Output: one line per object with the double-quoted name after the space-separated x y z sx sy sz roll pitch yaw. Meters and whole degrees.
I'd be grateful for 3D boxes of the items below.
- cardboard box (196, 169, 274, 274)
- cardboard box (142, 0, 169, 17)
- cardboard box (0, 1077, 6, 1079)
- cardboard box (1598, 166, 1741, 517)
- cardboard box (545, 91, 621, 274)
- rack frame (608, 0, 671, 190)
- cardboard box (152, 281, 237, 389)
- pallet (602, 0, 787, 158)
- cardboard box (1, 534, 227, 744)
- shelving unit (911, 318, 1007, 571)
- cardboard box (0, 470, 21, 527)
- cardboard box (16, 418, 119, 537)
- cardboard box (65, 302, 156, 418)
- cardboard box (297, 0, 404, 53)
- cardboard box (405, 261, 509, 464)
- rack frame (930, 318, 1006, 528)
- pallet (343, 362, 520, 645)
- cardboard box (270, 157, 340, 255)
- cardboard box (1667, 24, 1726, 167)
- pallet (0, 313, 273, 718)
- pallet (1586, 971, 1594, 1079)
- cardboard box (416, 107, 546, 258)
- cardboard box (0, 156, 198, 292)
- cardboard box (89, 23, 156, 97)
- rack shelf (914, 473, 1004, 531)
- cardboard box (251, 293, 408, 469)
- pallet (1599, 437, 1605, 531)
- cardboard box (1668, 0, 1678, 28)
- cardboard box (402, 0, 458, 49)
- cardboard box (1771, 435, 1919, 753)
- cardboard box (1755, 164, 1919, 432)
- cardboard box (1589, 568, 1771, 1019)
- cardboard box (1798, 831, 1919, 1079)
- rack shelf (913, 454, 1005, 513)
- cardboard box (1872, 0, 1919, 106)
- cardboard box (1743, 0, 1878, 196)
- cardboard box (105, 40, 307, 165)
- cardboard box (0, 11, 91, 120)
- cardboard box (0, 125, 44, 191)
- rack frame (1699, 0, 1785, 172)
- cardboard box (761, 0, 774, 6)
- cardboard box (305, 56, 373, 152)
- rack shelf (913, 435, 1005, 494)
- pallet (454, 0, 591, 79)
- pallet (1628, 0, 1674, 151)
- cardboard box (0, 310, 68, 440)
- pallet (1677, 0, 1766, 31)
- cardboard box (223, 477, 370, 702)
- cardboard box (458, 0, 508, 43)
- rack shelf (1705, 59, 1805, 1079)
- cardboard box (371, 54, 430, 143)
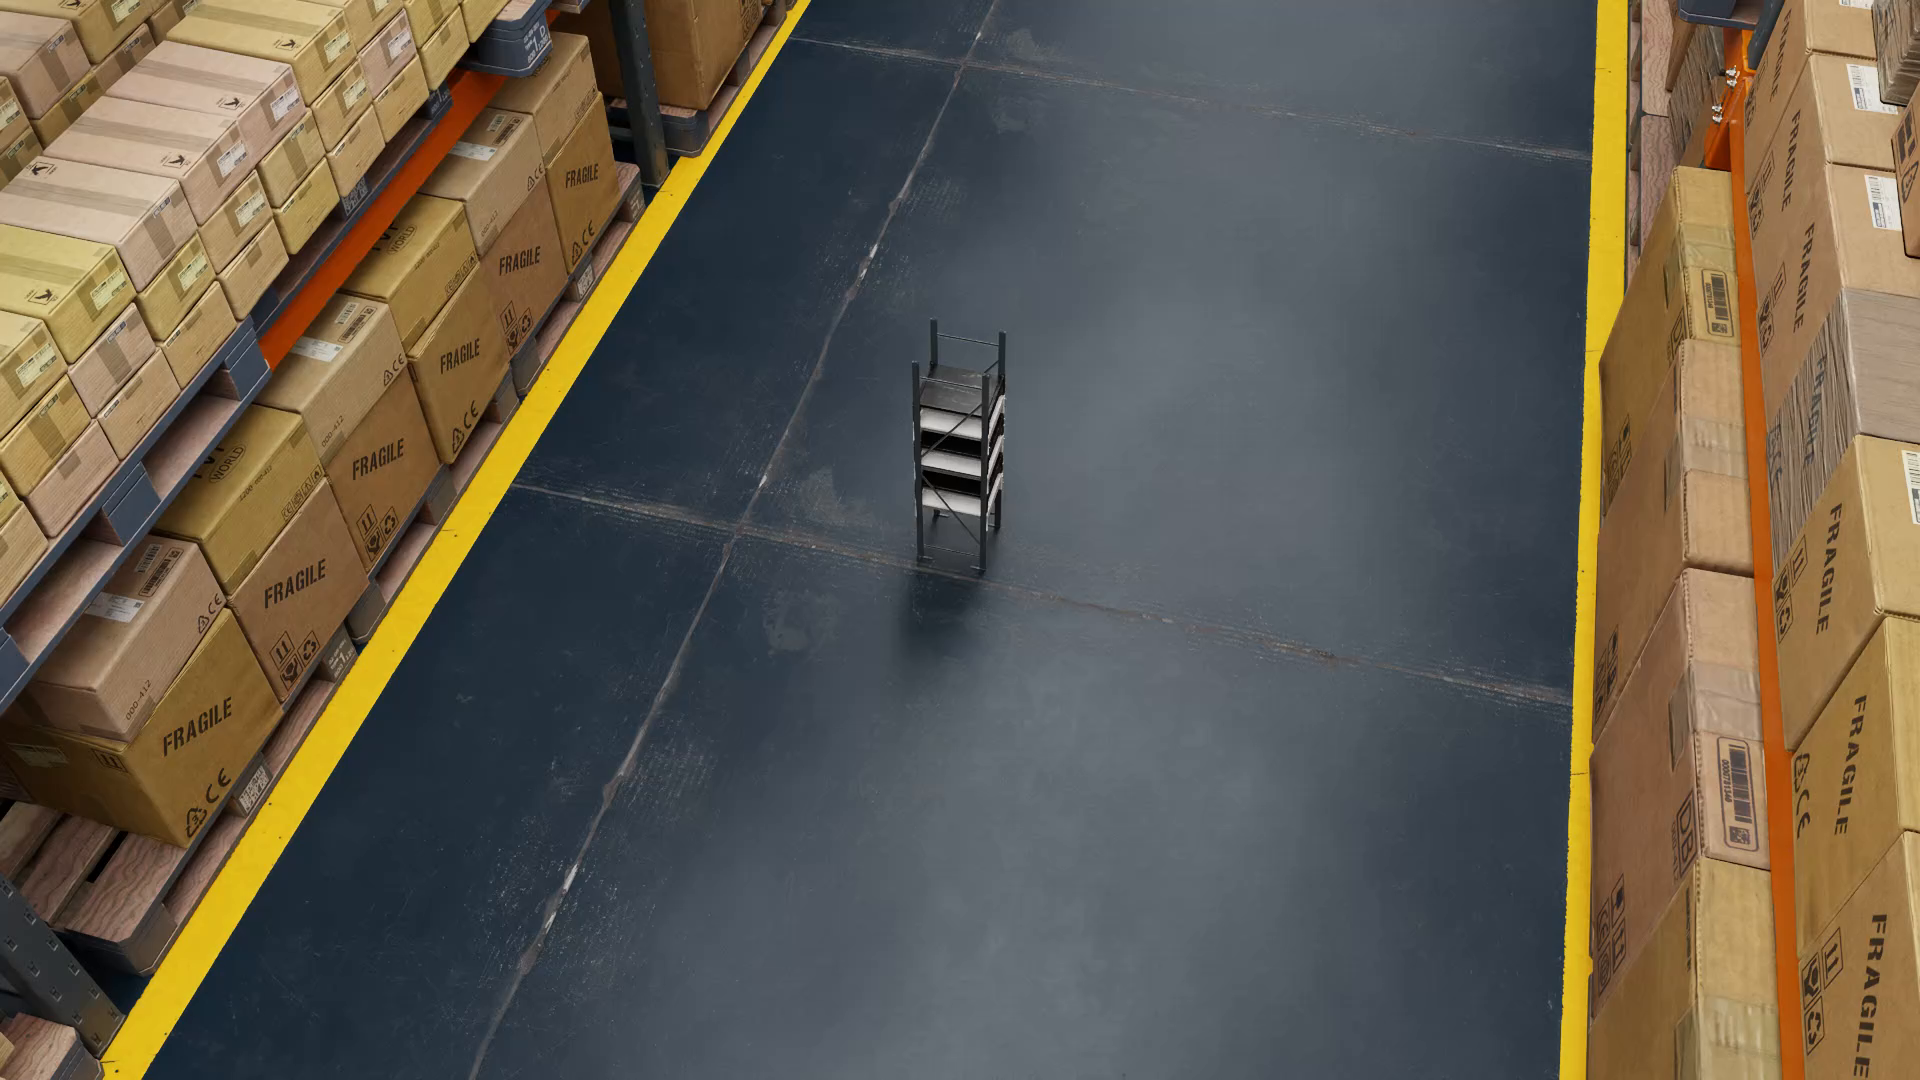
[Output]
-1.976 -0.835 4.175 0.380 0.149 0.250 13 50 12 "cardboard box"
-2.394 -1.627 4.676 0.380 0.149 0.250 13 50 11 "cardboard box"
-2.569 1.427 4.111 0.380 0.149 0.250 12 50 11 "cardboard box"
2.816 -0.510 5.337 1.225 0.875 0.875 9 49 8 "cardboard box"
-1.662 -1.405 6.377 0.500 0.500 0.500 11 50 10 "cardboard box"
-1.741 -2.621 6.063 1.000 3.000 0.127 12 50 10 "rack frame"
-2.043 -0.541 4.114 0.380 0.149 0.250 12 50 10 "cardboard box"
-1.461 -2.254 7.598 1.003 0.211 1.213 12 50 10 "pallet"
-2.345 0.230 4.433 0.500 0.250 0.500 10 49 8 "cardboard box"
-0.002 -0.292 5.407 0.258 0.900 0.210 12 50 10 "shelving unit"
-2.247 -0.076 3.506 0.380 0.149 0.250 12 50 11 "cardboard box"
-2.179 -0.180 3.795 0.380 0.149 0.250 12 50 11 "cardboard box"
-2.113 -0.451 3.836 0.380 0.149 0.250 13 50 11 "cardboard box"
-1.770 -1.494 4.559 0.380 0.149 0.250 14 50 12 "cardboard box"
-1.926 -0.645 5.706 0.500 0.500 0.500 10 49 8 "cardboard box"
0.025 -0.365 5.472 0.240 0.900 0.006 12 50 10 "rack frame"
-2.271 -0.254 5.833 1.003 0.211 1.213 12 50 10 "pallet"
-1.908 -0.923 4.452 0.380 0.149 0.250 11 49 9 "cardboard box"
3.308 -1.780 6.694 0.700 0.500 0.500 8 49 7 "cardboard box"
-2.453 -0.188 4.044 1.003 0.211 1.213 12 50 10 "pallet"
2.095 1.674 4.132 1.003 0.211 1.213 12 50 10 "pallet"
-1.791 -1.267 5.755 0.500 0.250 0.500 12 50 11 "cardboard box"
-2.041 -0.743 3.895 0.380 0.149 0.250 11 49 10 "cardboard box"
-2.467 -1.338 4.619 0.380 0.149 0.250 13 50 11 "cardboard box"
-0.002 -0.151 5.567 0.258 0.077 0.200 12 50 10 "rack shelf"
-2.068 -0.524 5.099 0.500 0.250 0.500 13 50 11 "cardboard box"
2.737 -0.091 5.690 1.003 0.211 1.213 12 50 10 "pallet"
3.597 -2.595 7.413 0.700 0.500 0.500 8 49 7 "cardboard box"
-1.701 -1.583 4.836 0.380 0.149 0.250 11 50 10 "cardboard box"
2.092 0.163 3.539 0.500 0.500 0.500 11 49 10 "cardboard box"
2.362 -0.560 4.177 0.500 0.500 0.500 11 49 9 "cardboard box"
2.348 0.775 4.203 1.225 0.875 0.875 10 49 9 "cardboard box"
1.824 0.899 2.889 0.500 0.500 0.500 12 50 10 "cardboard box"
-0.002 -0.210 5.500 0.258 0.077 0.200 12 50 10 "rack shelf"
2.809 -1.409 4.257 0.797 0.503 0.637 13 50 11 "cardboard box"
2.627 -1.304 4.834 0.500 0.500 0.500 13 50 11 "cardboard box"
-1.907 -1.110 4.220 0.380 0.149 0.250 13 50 11 "cardboard box"
-2.533 -1.252 4.345 0.380 0.149 0.250 10 49 8 "cardboard box"
-2.606 -0.965 4.290 0.380 0.149 0.250 9 49 8 "cardboard box"
3.017 -1.569 5.134 1.000 3.000 0.127 12 50 10 "rack frame"
-1.267 -3.071 7.680 1.050 0.750 0.750 12 50 11 "cardboard box"
-1.837 -1.208 4.505 0.380 0.149 0.250 11 49 9 "cardboard box"
-0.002 -0.270 5.432 0.258 0.077 0.200 12 50 10 "rack shelf"
-1.826 -2.021 5.661 1.213 0.211 1.003 12 50 10 "pallet"
3.547 -2.091 7.455 1.003 0.211 1.213 12 50 10 "pallet"
-2.179 -0.378 3.573 0.380 0.149 0.250 13 50 11 "cardboard box"
3.102 -2.042 5.680 1.213 0.211 1.003 12 50 10 "pallet"
-2.206 0.095 5.052 0.500 0.500 0.500 14 50 12 "cardboard box"
-1.631 -1.684 5.123 0.380 0.149 0.250 11 49 10 "cardboard box"
2.491 0.115 4.127 1.077 0.370 4.000 12 50 10 "rack shelf"
-1.770 -1.303 4.787 0.380 0.149 0.250 13 50 11 "cardboard box"
